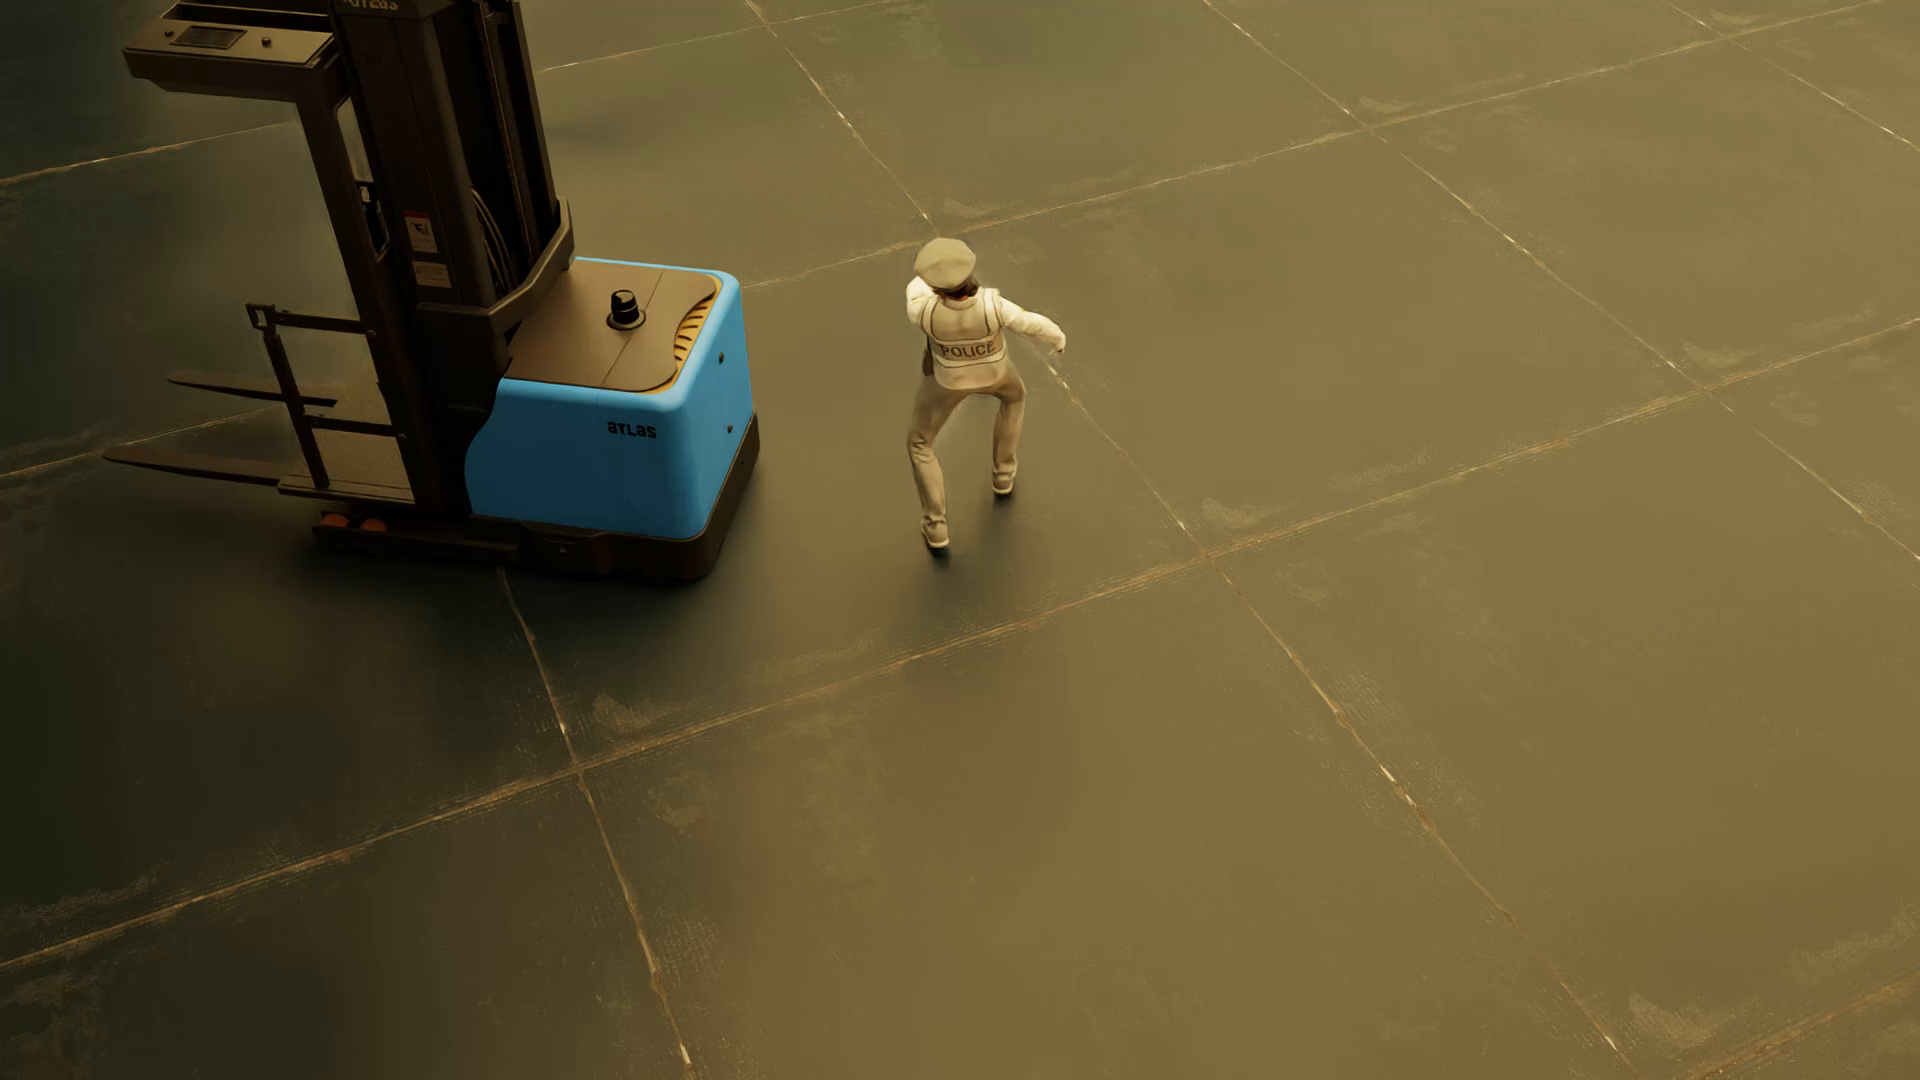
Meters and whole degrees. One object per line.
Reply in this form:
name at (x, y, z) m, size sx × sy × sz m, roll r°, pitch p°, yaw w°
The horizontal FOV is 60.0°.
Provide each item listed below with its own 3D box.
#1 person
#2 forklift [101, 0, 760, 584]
person at (0.106, -0.806, 7.556) m, size 0.774 × 1.526 × 0.829 m, roll -11°, pitch 44°, yaw -12°
forklift at (-2.552, -1.356, 7.134) m, size 3.031 × 2.935 × 1.130 m, roll 7°, pitch 43°, yaw 7°
